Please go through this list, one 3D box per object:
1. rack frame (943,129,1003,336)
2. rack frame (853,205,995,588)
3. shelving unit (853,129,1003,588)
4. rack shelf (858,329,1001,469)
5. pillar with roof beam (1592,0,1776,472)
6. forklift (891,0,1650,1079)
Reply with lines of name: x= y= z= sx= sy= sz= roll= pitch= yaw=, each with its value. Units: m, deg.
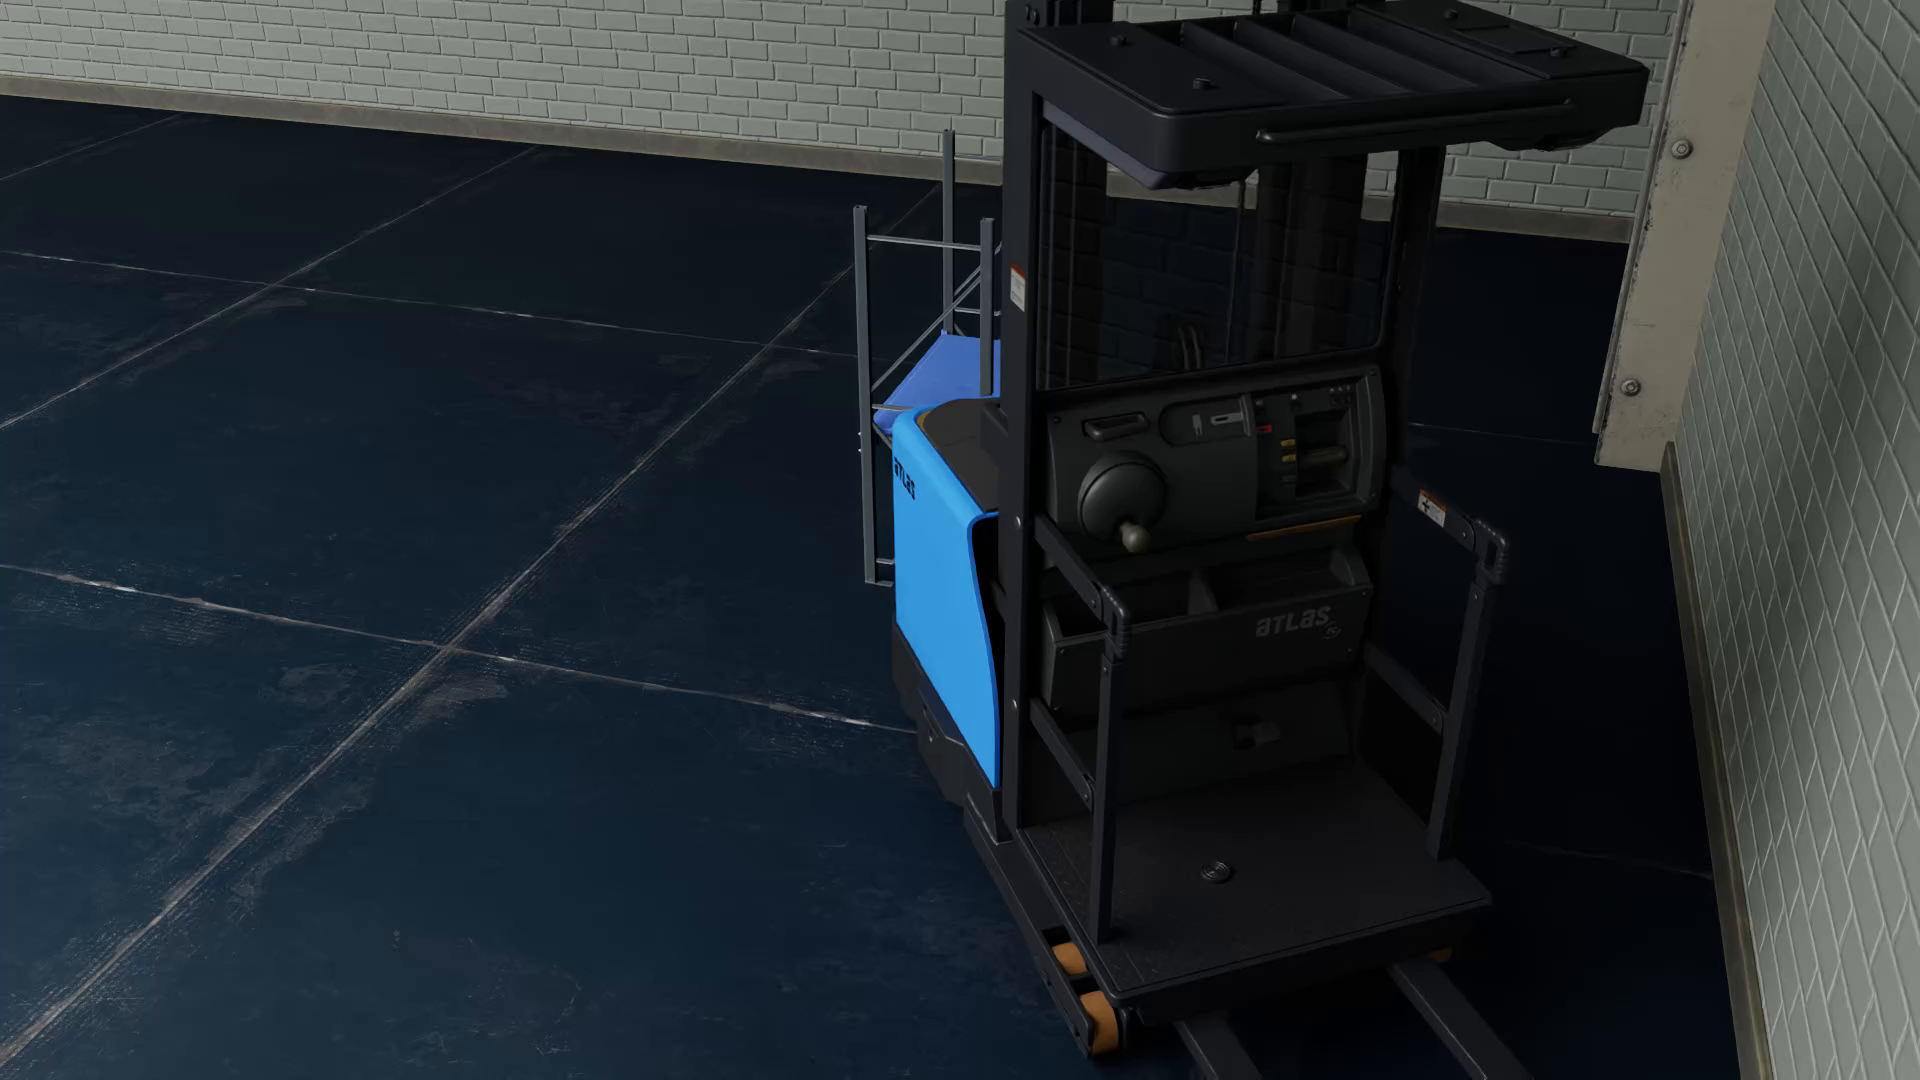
rack frame: x=0.174 y=-0.931 z=6.881 sx=0.500 sy=1.500 sz=0.032 roll=8 pitch=30 yaw=15
rack frame: x=-0.124 y=-0.459 z=6.032 sx=0.500 sy=1.500 sz=0.032 roll=8 pitch=30 yaw=15
shelving unit: x=0.025 y=-0.695 z=6.457 sx=0.538 sy=1.500 sz=1.048 roll=8 pitch=30 yaw=15
rack shelf: x=0.025 y=-0.538 z=6.544 sx=0.538 sy=0.185 sz=1.000 roll=8 pitch=30 yaw=15
pillar with roof beam: x=-1.105 y=-4.951 z=6.394 sx=9.100 sy=9.000 sz=0.400 roll=8 pitch=30 yaw=15
forklift: x=0.730 y=-0.162 z=4.027 sx=1.130 sy=2.935 sz=3.031 roll=-10 pitch=30 yaw=-17
